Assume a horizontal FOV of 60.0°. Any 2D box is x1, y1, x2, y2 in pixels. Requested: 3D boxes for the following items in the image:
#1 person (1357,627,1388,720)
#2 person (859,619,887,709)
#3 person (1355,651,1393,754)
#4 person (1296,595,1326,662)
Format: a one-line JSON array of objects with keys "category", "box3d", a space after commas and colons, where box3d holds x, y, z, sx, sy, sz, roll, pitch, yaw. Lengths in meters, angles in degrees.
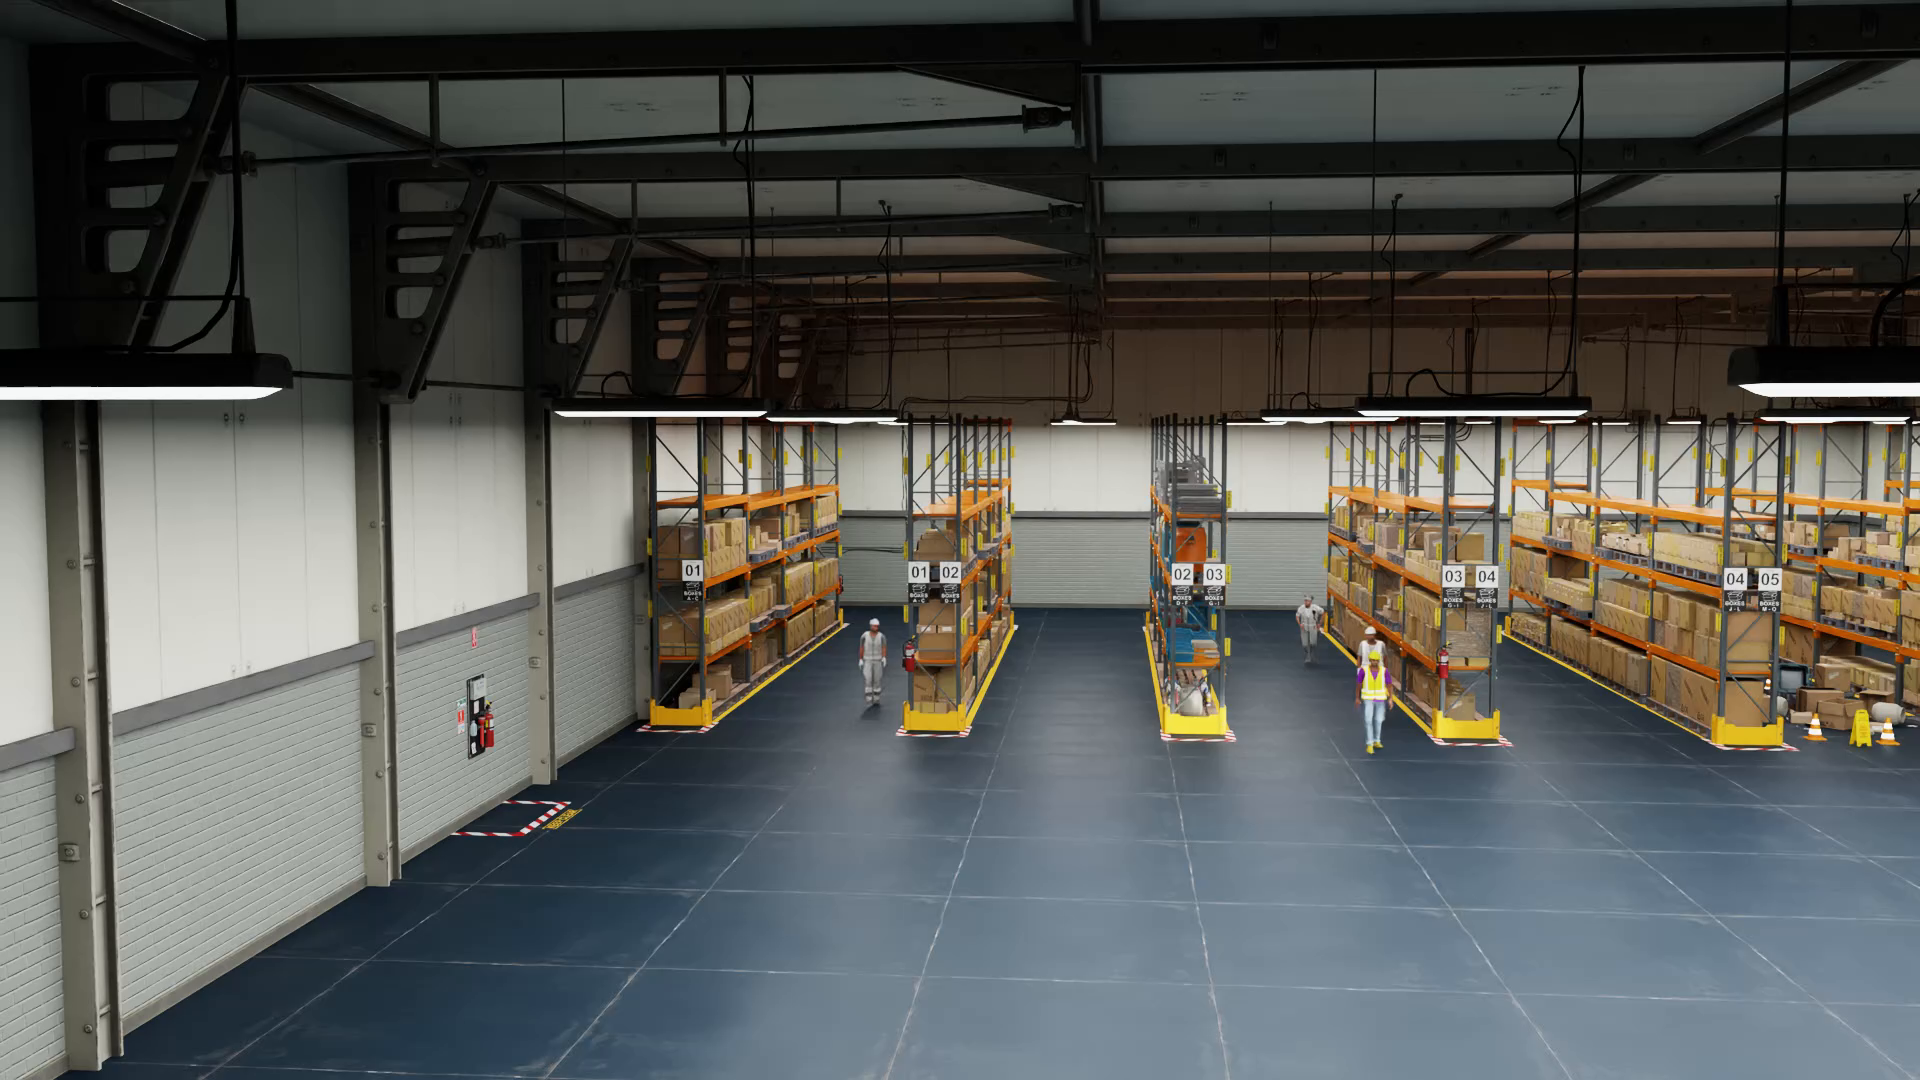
[{"category": "person", "box3d": [8.150, 2.619, 32.896, 0.620, 1.787, 0.656, 2, 4, 22]}, {"category": "person", "box3d": [-1.786, 2.537, 34.264, 0.577, 1.789, 0.733, -1, 4, -8]}, {"category": "person", "box3d": [7.363, 2.863, 29.539, 0.638, 1.796, 0.659, 0, 4, 7]}, {"category": "person", "box3d": [8.561, 2.152, 40.619, 0.716, 1.687, 0.716, 1, 4, 14]}]
